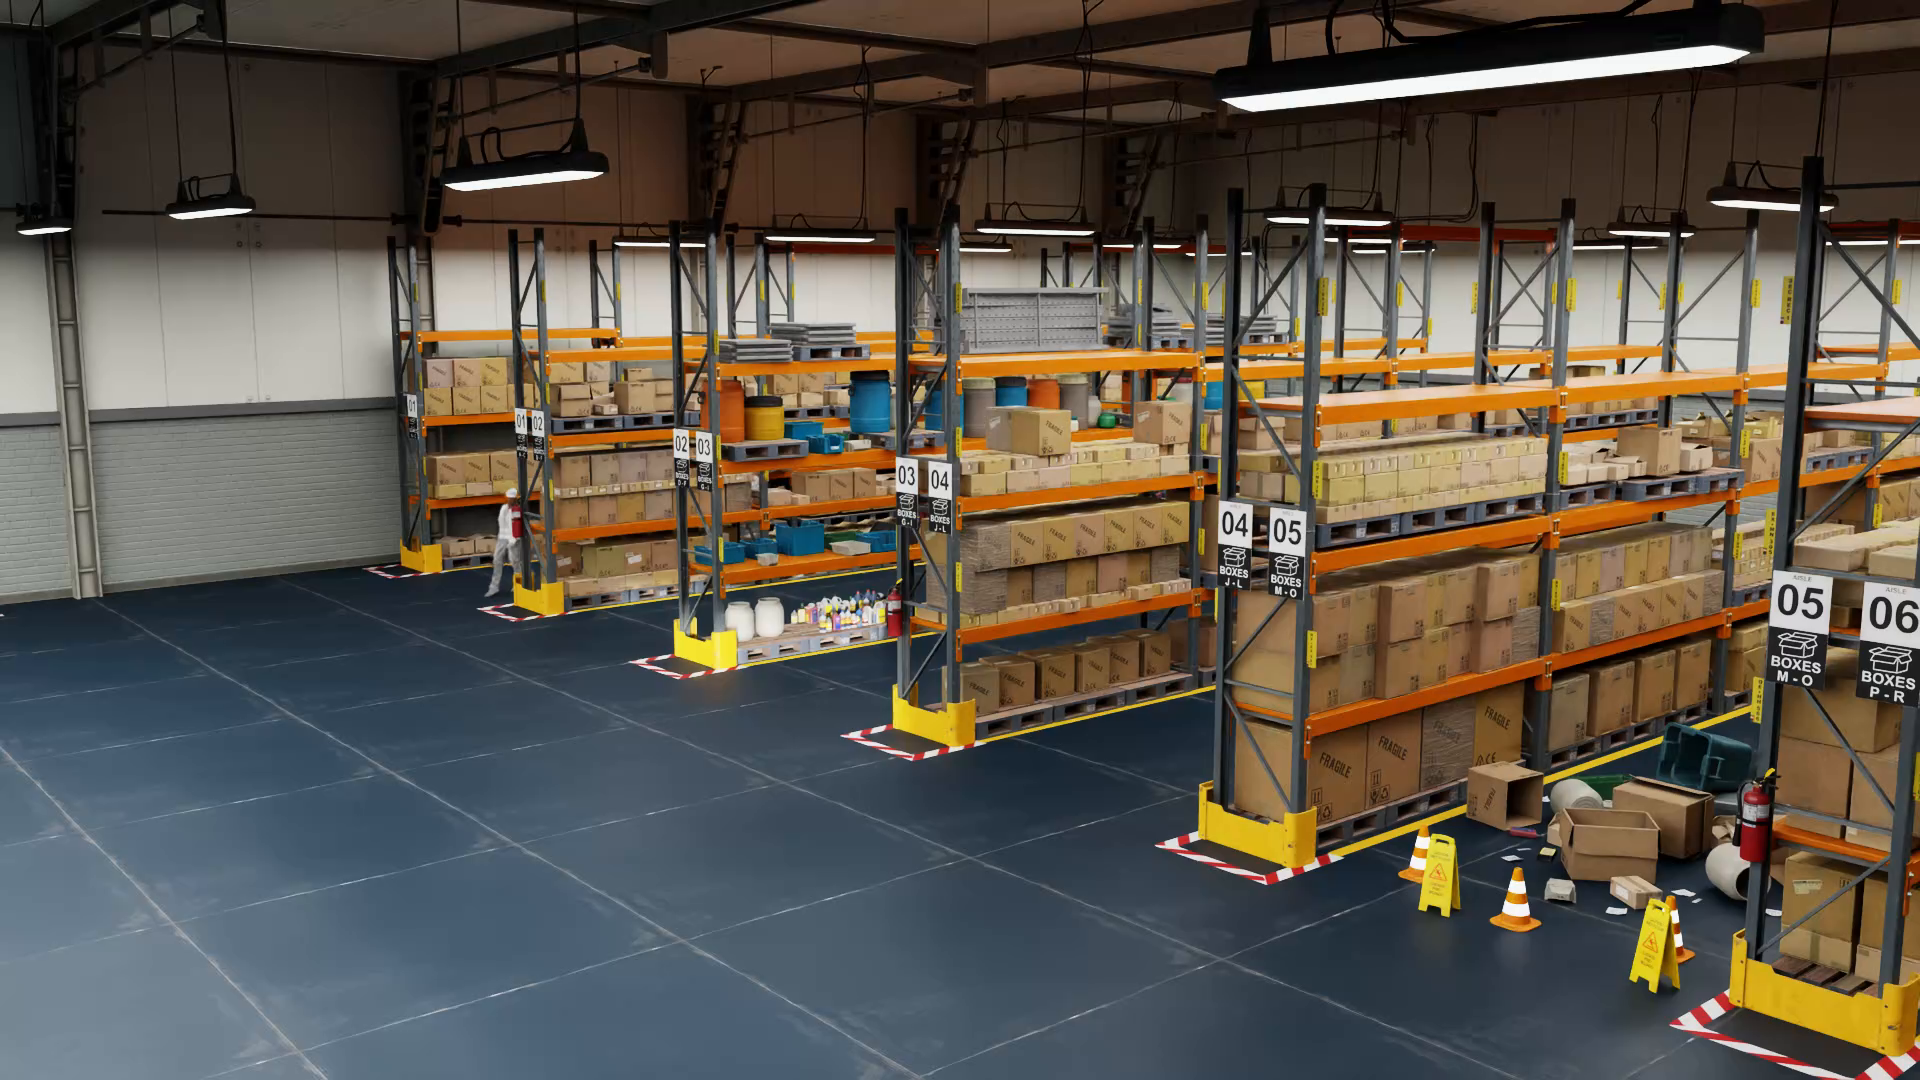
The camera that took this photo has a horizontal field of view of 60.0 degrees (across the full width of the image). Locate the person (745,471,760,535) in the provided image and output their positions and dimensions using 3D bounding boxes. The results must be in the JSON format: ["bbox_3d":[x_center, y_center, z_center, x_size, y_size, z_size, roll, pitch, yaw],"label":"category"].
[{"bbox_3d":[-4.020,-0.642,32.114,0.545,1.736,0.592,-4,10,-27],"label":"person"}]

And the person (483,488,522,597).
[{"bbox_3d":[-7.619,0.040,27.804,0.572,1.788,0.714,5,10,29],"label":"person"}]
